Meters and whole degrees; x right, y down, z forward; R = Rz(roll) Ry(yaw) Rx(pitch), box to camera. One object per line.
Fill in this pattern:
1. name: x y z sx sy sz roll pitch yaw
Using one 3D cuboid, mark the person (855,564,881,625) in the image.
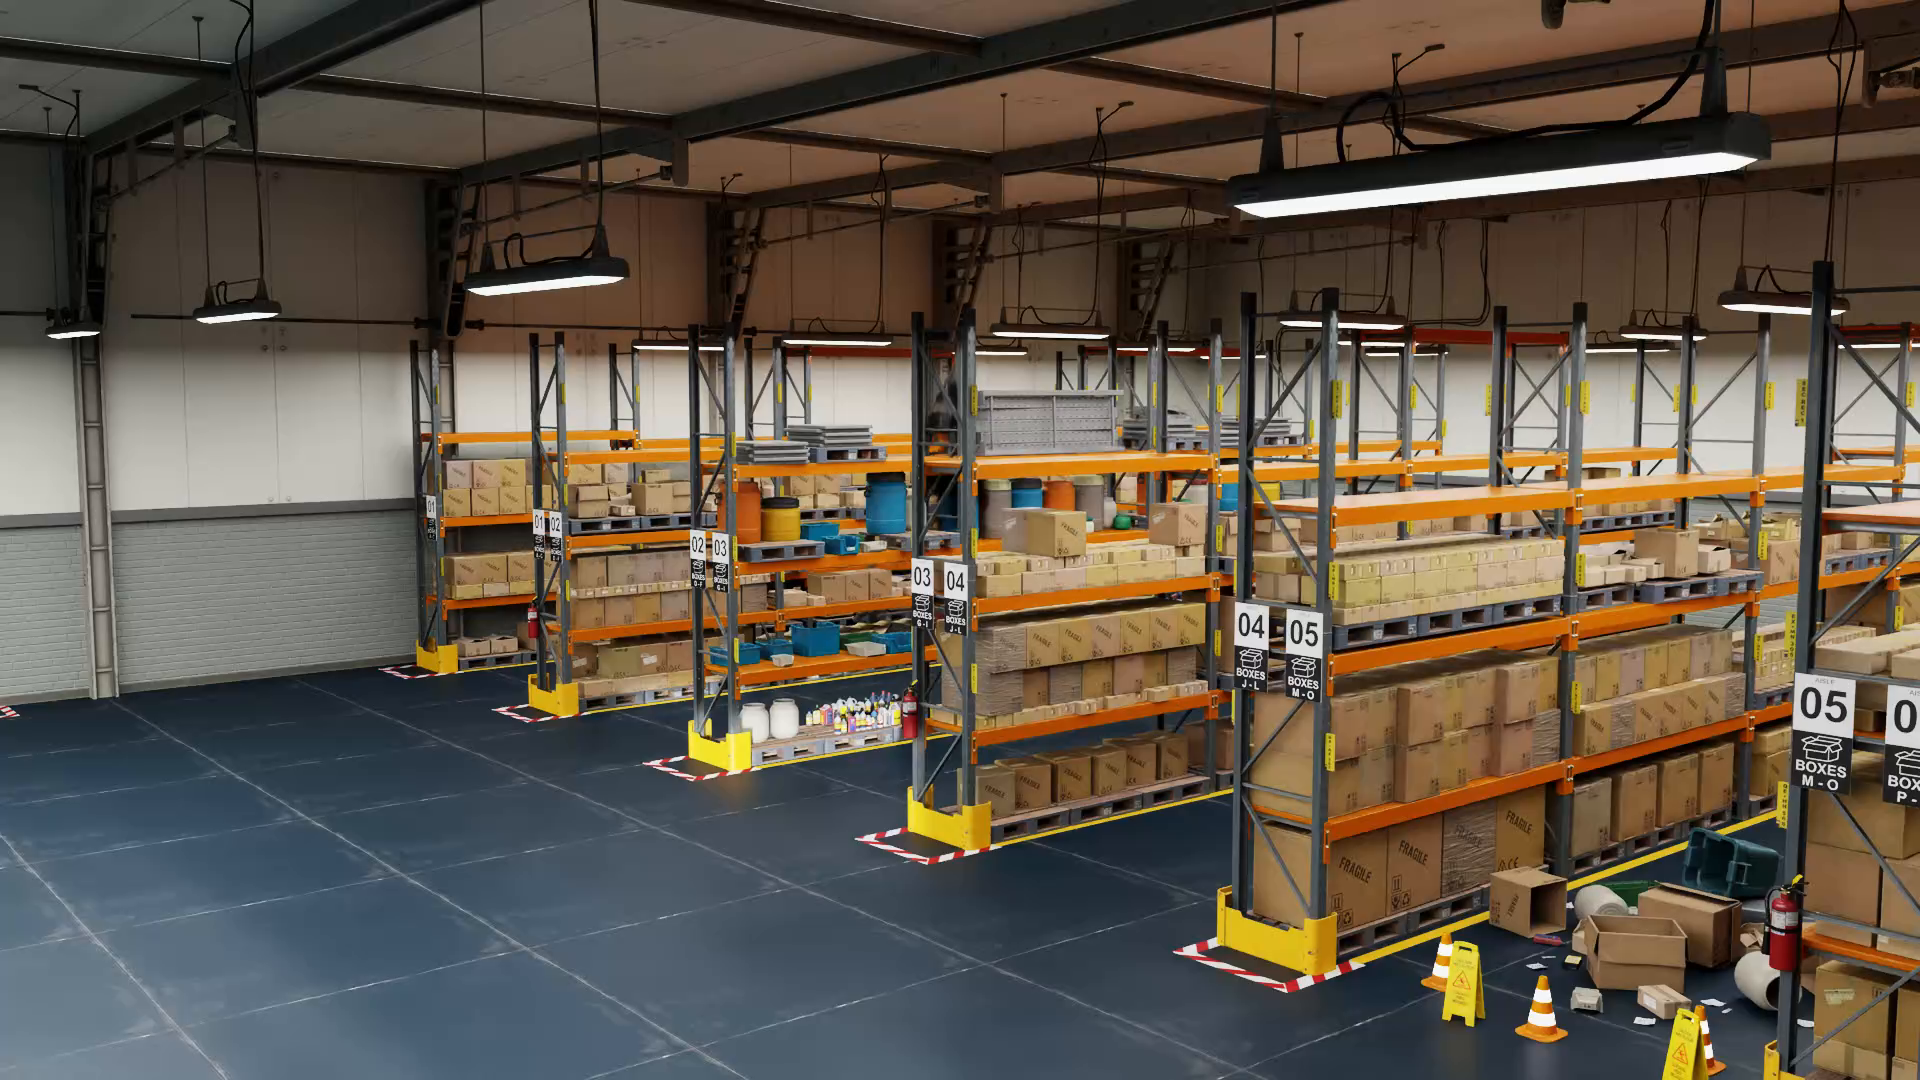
1. person: -1.847 1.245 33.229 0.570 1.659 0.929 5 7 42
